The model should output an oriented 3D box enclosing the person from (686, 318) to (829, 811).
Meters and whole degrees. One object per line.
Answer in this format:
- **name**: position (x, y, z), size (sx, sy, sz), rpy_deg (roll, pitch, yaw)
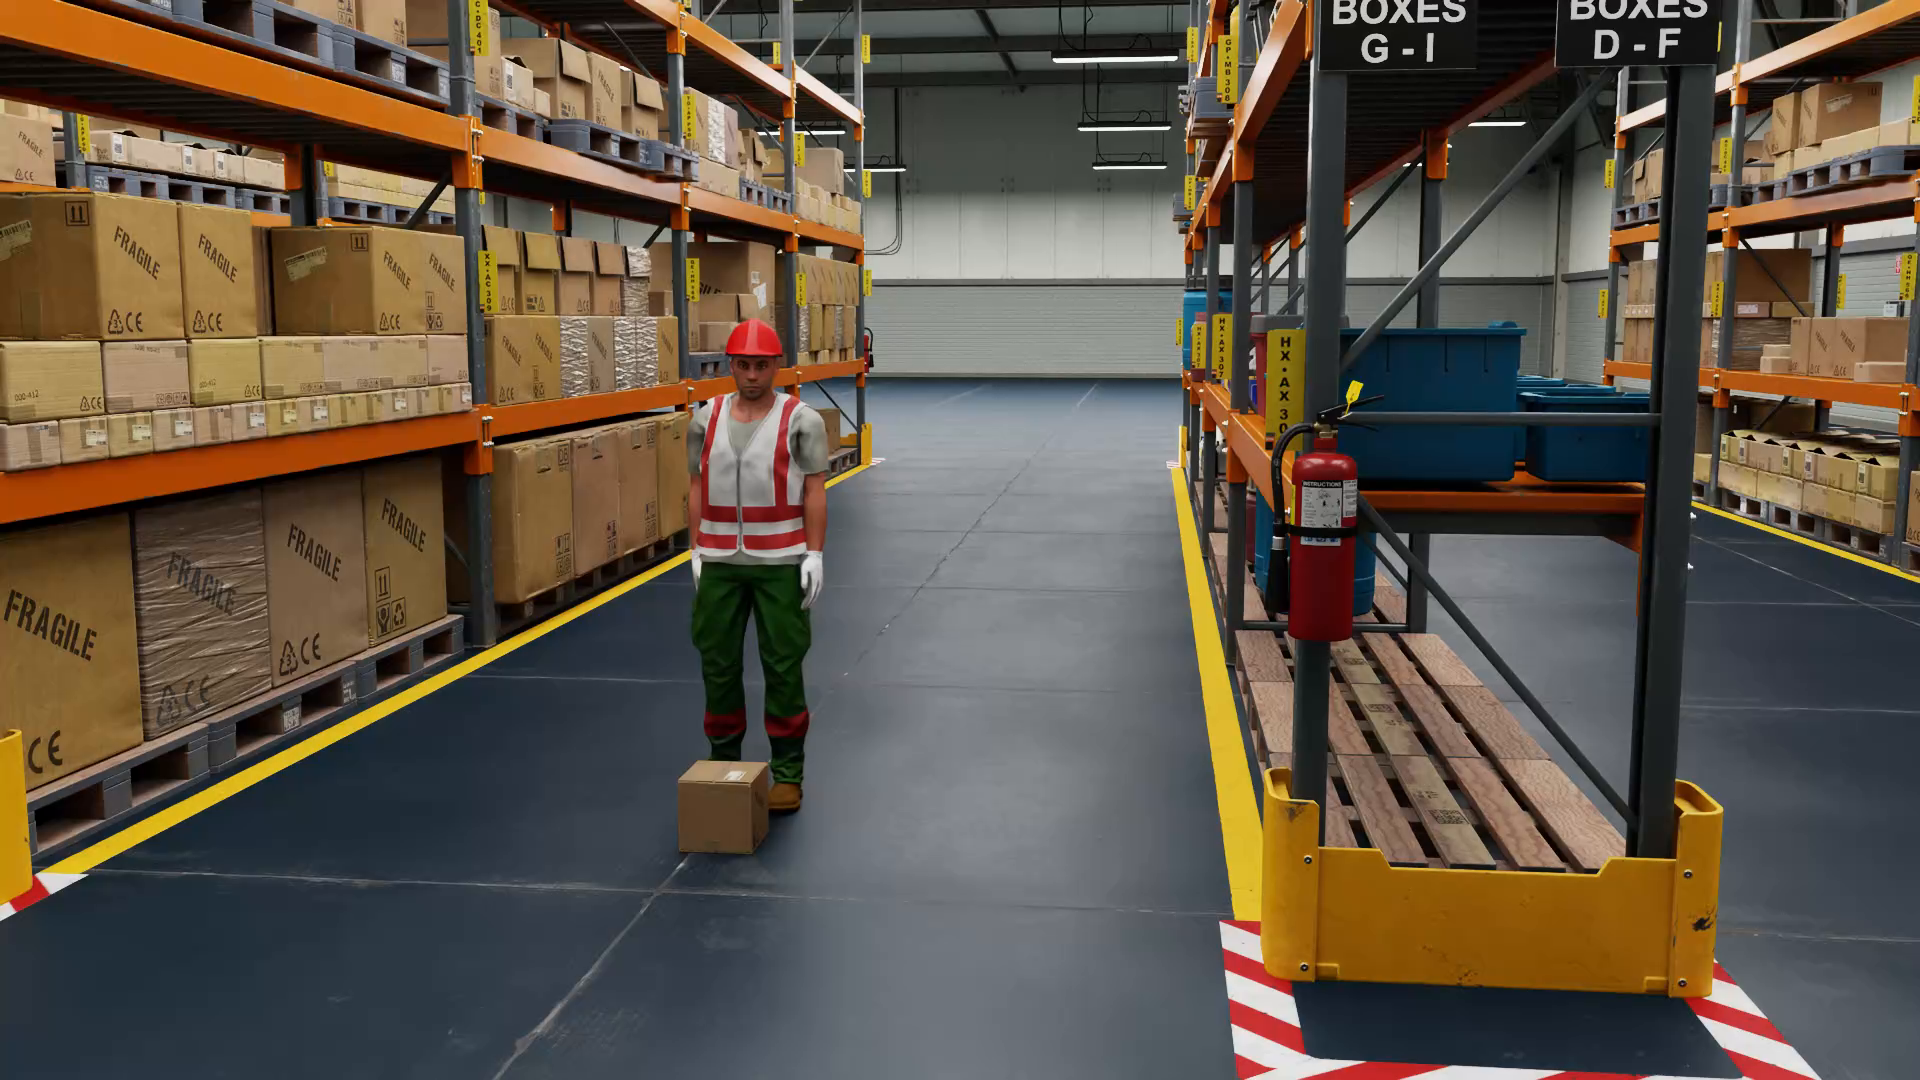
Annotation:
- **person**: position (-0.740, 0.091, 6.040), size (0.526, 1.781, 0.343), rpy_deg (1, 8, 7)
